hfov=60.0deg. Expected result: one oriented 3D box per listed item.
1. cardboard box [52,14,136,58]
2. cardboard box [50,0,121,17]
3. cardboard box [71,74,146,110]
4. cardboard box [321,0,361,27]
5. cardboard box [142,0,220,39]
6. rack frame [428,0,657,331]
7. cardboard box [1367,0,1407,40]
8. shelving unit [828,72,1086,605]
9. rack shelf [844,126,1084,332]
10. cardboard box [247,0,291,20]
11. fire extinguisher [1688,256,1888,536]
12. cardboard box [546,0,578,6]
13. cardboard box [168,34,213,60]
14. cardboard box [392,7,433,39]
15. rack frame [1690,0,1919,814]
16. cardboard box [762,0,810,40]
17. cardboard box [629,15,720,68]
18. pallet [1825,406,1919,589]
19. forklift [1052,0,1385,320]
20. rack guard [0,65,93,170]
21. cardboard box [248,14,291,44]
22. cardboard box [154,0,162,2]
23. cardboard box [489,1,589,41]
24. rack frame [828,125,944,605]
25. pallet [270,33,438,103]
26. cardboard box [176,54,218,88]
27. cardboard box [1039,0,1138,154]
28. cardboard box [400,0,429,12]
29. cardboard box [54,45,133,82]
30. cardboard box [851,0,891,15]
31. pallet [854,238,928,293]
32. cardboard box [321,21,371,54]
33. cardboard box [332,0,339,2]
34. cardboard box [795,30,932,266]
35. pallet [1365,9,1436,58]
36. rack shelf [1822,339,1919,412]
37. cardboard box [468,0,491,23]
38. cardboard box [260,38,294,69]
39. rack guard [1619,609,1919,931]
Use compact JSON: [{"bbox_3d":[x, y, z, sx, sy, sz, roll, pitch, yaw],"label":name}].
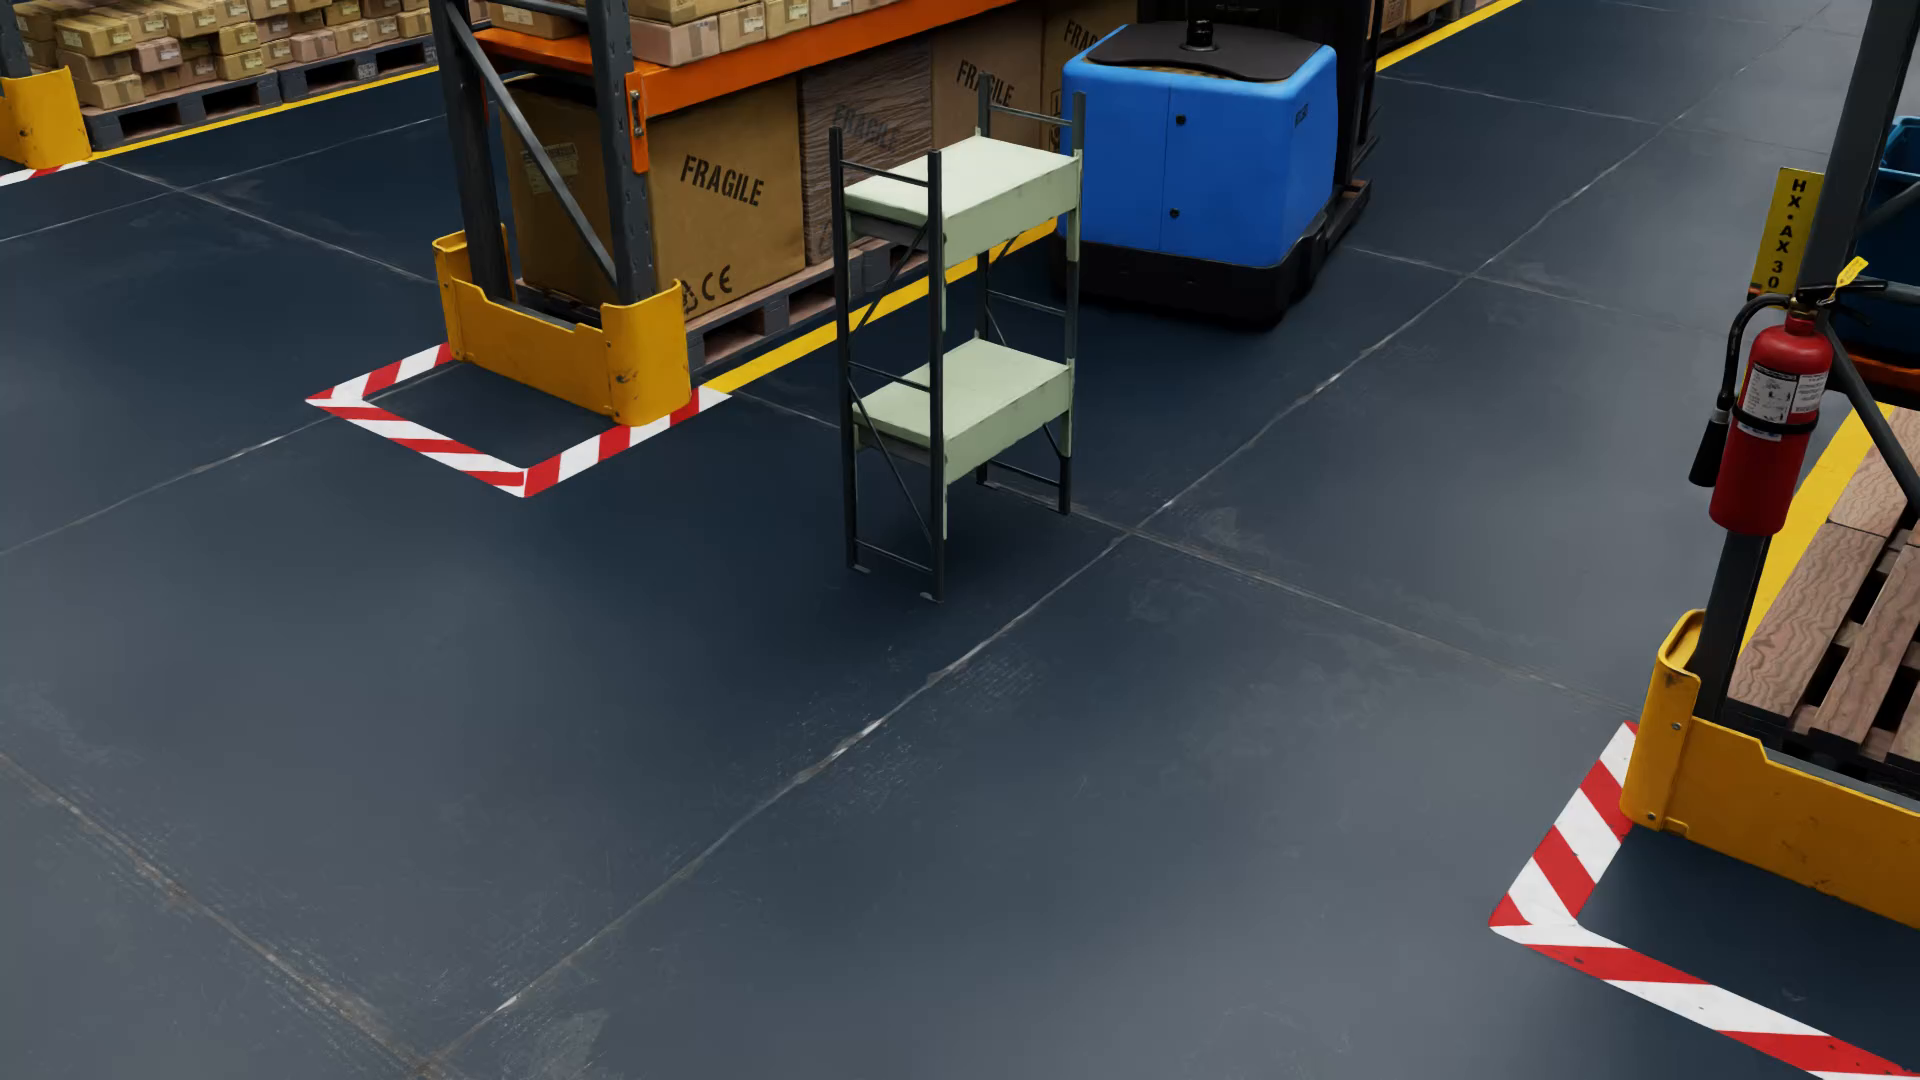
[{"bbox_3d":[-4.916,-2.864,9.441,0.380,0.149,0.250,19,36,29],"label":"cardboard box"},{"bbox_3d":[-5.188,-3.133,9.896,0.380,0.149,0.250,22,37,32],"label":"cardboard box"},{"bbox_3d":[-4.932,-2.614,9.603,0.380,0.149,0.250,22,37,32],"label":"cardboard box"},{"bbox_3d":[-4.067,-3.420,10.671,0.380,0.149,0.250,23,38,33],"label":"cardboard box"},{"bbox_3d":[-4.591,-3.076,9.799,0.380,0.149,0.250,21,37,31],"label":"cardboard box"},{"bbox_3d":[-1.610,-1.978,6.145,1.000,3.000,0.127,21,37,31],"label":"rack frame"},{"bbox_3d":[2.242,-3.862,10.997,1.225,0.875,0.875,21,37,31],"label":"cardboard box"},{"bbox_3d":[0.004,-0.648,5.372,0.431,1.500,0.755,21,37,31],"label":"shelving unit"},{"bbox_3d":[0.004,-0.984,5.173,0.431,0.370,0.720,21,37,31],"label":"rack shelf"},{"bbox_3d":[-4.333,-3.312,10.197,0.380,0.149,0.250,23,37,33],"label":"cardboard box"},{"bbox_3d":[1.886,-0.338,3.820,0.296,0.674,0.183,21,37,31],"label":"fire extinguisher"},{"bbox_3d":[-1.529,-2.320,6.578,0.500,0.250,0.500,20,36,31],"label":"cardboard box"},{"bbox_3d":[-4.695,-2.982,9.933,0.380,0.149,0.250,22,37,32],"label":"cardboard box"},{"bbox_3d":[-3.678,-3.441,10.998,0.380,0.149,0.250,21,37,31],"label":"cardboard box"},{"bbox_3d":[2.339,-0.454,3.573,1.000,3.000,0.127,21,37,31],"label":"rack frame"},{"bbox_3d":[-0.825,-2.121,6.634,0.380,0.149,0.250,20,36,30],"label":"cardboard box"},{"bbox_3d":[-1.133,-1.913,6.281,0.380,0.149,0.250,22,37,32],"label":"cardboard box"},{"bbox_3d":[3.605,-0.071,5.663,1.003,0.211,1.213,21,37,31],"label":"pallet"},{"bbox_3d":[1.485,-2.950,7.853,1.130,2.935,3.031,13,33,21],"label":"forklift"},{"bbox_3d":[-5.457,-2.501,9.480,1.175,0.500,0.348,21,37,31],"label":"rack guard"},{"bbox_3d":[-4.369,-3.190,10.283,0.380,0.149,0.250,19,36,29],"label":"cardboard box"},{"bbox_3d":[-4.926,-3.363,10.284,0.380,0.149,0.250,20,36,29],"label":"cardboard box"},{"bbox_3d":[-1.657,-2.116,6.624,0.380,0.149,0.250,22,37,32],"label":"cardboard box"},{"bbox_3d":[-0.217,-0.499,5.121,0.400,1.500,0.023,21,37,31],"label":"rack frame"},{"bbox_3d":[-4.202,-3.190,10.925,1.003,0.211,1.213,21,37,31],"label":"pallet"},{"bbox_3d":[-4.695,-2.849,9.999,0.380,0.149,0.250,22,37,32],"label":"cardboard box"},{"bbox_3d":[0.342,-2.627,8.912,0.875,0.875,0.875,21,37,31],"label":"cardboard box"},{"bbox_3d":[-3.694,-3.618,11.005,0.380,0.149,0.250,22,37,32],"label":"cardboard box"},{"bbox_3d":[-4.982,-2.762,9.560,0.380,0.149,0.250,23,38,33],"label":"cardboard box"},{"bbox_3d":[-0.514,-2.331,6.987,0.380,0.149,0.250,20,36,30],"label":"cardboard box"},{"bbox_3d":[-0.453,-1.621,8.278,1.003,0.211,1.213,21,37,31],"label":"pallet"},{"bbox_3d":[-4.009,-3.247,10.671,0.380,0.149,0.250,21,37,31],"label":"cardboard box"},{"bbox_3d":[-4.062,-3.537,10.576,0.380,0.149,0.250,21,37,31],"label":"cardboard box"},{"bbox_3d":[-0.738,-1.899,7.684,0.875,0.875,0.875,21,37,31],"label":"cardboard box"},{"bbox_3d":[2.683,-3.733,11.841,1.003,0.211,1.213,21,37,31],"label":"pallet"},{"bbox_3d":[3.546,-0.957,5.128,1.077,0.370,4.000,21,37,31],"label":"rack shelf"},{"bbox_3d":[-3.385,-3.654,11.358,0.380,0.149,0.250,20,36,30],"label":"cardboard box"},{"bbox_3d":[-4.375,-3.052,10.342,0.380,0.149,0.250,21,37,31],"label":"cardboard box"},{"bbox_3d":[2.335,0.636,4.187,1.175,0.500,0.348,21,37,31],"label":"rack guard"}]
